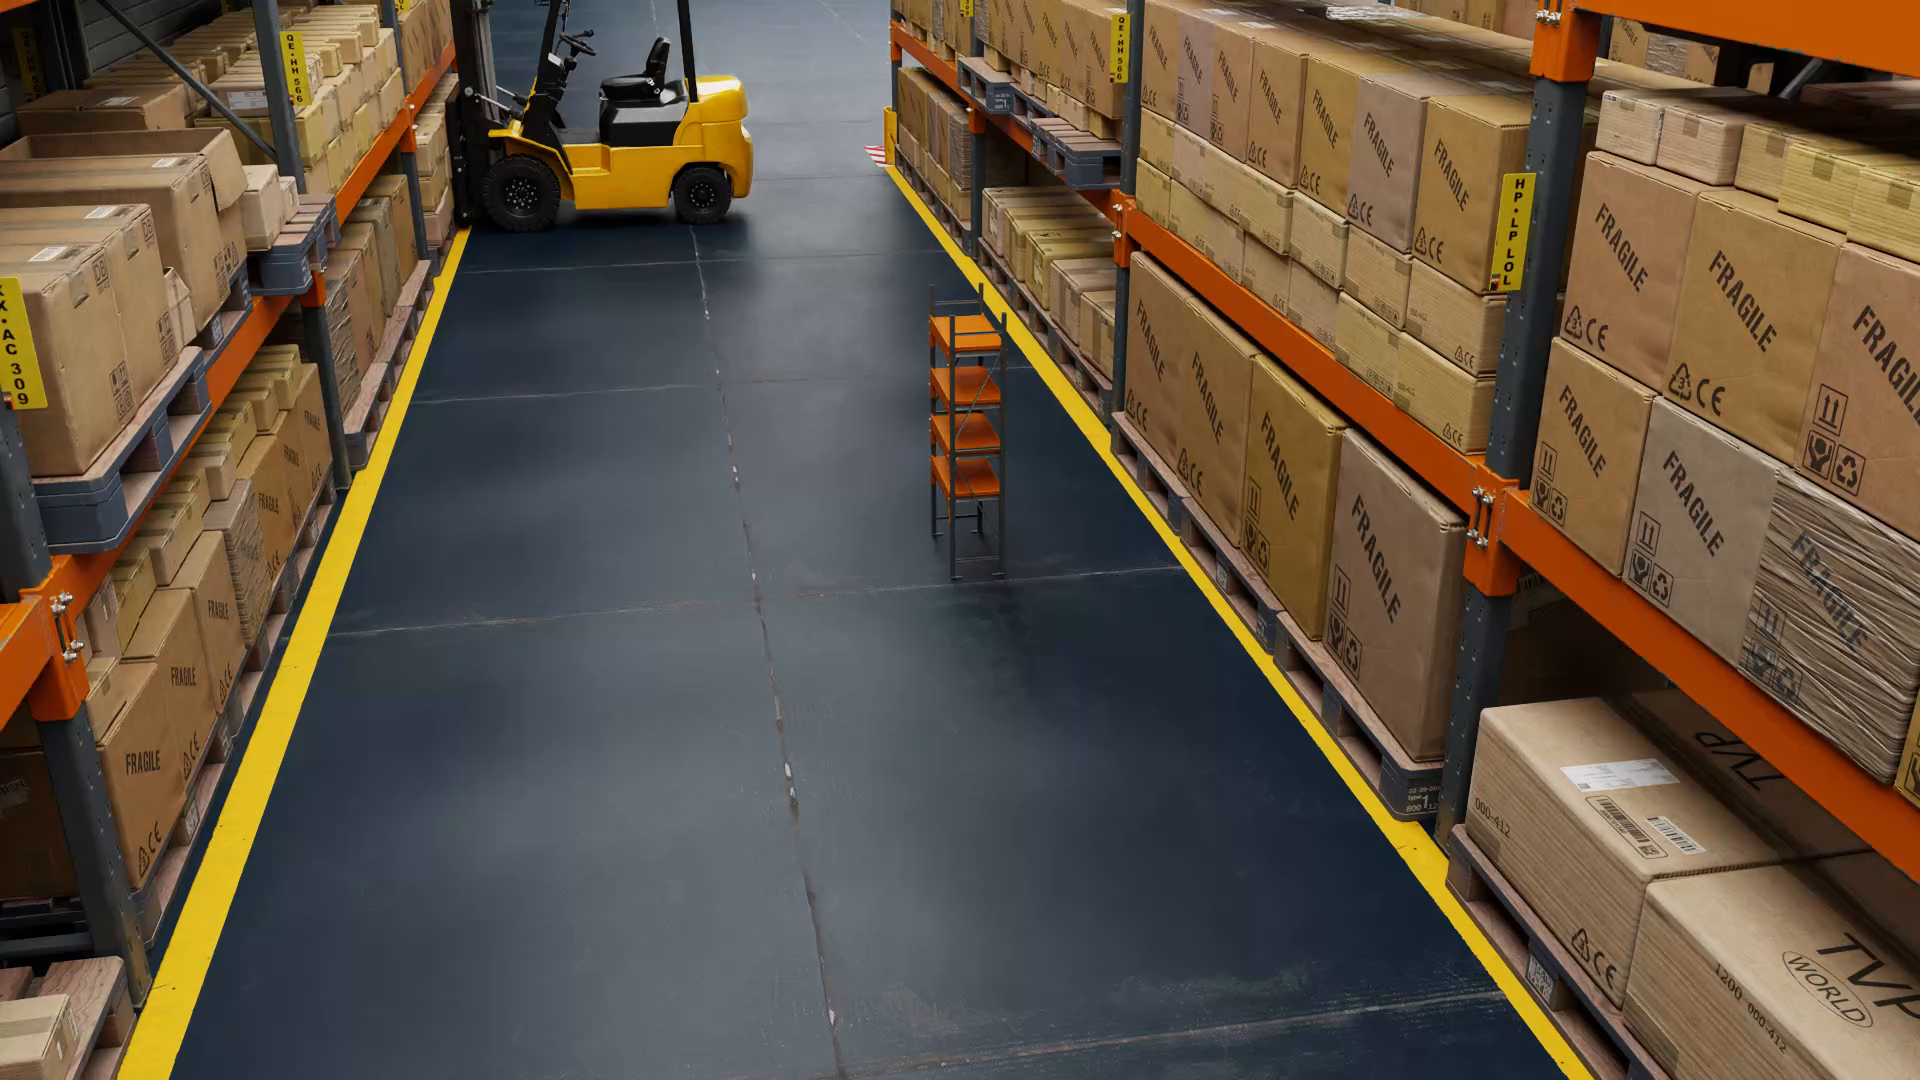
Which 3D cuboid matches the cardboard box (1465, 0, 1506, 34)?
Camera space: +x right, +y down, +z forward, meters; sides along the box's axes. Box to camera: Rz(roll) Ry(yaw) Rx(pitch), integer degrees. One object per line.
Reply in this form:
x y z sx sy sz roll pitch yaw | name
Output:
5.045 -4.802 14.810 0.875 0.550 0.500 -4 24 -10 | cardboard box

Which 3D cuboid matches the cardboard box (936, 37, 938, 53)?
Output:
0.016 -4.037 13.559 0.380 0.149 0.250 -5 24 -11 | cardboard box

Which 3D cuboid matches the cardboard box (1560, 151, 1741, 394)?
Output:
1.913 -0.698 4.227 0.500 0.500 0.500 -4 24 -9 | cardboard box

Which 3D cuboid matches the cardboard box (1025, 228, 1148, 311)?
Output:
0.950 -1.772 10.819 0.950 0.372 0.625 -4 24 -8 | cardboard box

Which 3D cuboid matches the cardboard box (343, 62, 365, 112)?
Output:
-3.686 -2.560 9.427 0.500 0.250 0.500 -4 24 -9 | cardboard box

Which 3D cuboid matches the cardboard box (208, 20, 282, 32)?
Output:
-4.329 -3.059 10.072 0.380 0.149 0.250 -5 24 -10 | cardboard box

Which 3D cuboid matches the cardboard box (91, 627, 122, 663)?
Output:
-2.747 0.361 4.963 0.380 0.149 0.250 -5 24 -11 | cardboard box

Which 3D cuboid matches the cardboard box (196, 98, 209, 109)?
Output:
-4.007 -2.121 8.422 0.500 0.250 0.500 -4 24 -9 | cardboard box

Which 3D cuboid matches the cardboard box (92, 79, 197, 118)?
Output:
-3.813 -2.060 7.783 0.380 0.149 0.250 -4 24 -8 | cardboard box

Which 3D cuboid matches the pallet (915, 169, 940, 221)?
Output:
0.196 -3.011 14.379 1.003 0.211 1.213 -4 24 -10 | pallet

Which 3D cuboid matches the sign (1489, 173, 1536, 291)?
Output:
1.531 -0.850 4.600 0.100 0.325 0.005 -4 24 -10 | sign

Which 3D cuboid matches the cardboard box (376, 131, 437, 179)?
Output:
-4.075 -2.781 12.032 0.500 0.250 0.500 -5 24 -11 | cardboard box

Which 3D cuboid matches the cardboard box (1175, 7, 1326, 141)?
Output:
1.275 -2.070 7.368 0.500 0.500 0.500 -4 24 -10 | cardboard box

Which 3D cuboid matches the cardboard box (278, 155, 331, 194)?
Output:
-3.396 -1.728 8.146 0.500 0.250 0.500 -4 24 -10 | cardboard box

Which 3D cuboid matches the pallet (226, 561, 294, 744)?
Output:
-3.231 0.449 6.457 1.003 0.211 1.213 -4 24 -10 | pallet

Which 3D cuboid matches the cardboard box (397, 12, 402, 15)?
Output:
-4.144 -3.767 11.692 0.380 0.149 0.250 -4 24 -9 | cardboard box

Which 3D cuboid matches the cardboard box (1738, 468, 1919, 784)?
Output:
2.067 0.153 3.527 0.500 0.500 0.500 -4 24 -9 | cardboard box

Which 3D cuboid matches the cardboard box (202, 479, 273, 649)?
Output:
-2.969 0.106 6.358 0.500 0.500 0.500 -5 24 -12 | cardboard box

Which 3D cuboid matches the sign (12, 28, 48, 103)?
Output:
-4.099 -2.092 7.346 0.100 0.325 0.005 -4 24 -10 | sign

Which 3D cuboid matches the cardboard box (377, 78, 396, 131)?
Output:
-3.845 -2.732 10.446 0.500 0.250 0.500 -4 24 -10 | cardboard box

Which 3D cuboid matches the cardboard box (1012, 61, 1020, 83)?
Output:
0.547 -3.074 10.829 0.380 0.149 0.250 -4 24 -9 | cardboard box

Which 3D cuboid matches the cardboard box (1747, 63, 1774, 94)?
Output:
5.540 -3.176 11.149 0.500 0.500 0.500 -4 24 -9 | cardboard box

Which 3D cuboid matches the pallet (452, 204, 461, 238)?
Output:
-4.629 -2.696 13.659 1.003 0.211 1.213 -4 24 -10 | pallet

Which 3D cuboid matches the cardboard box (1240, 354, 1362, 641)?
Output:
1.695 -0.211 6.615 0.875 0.875 0.875 -4 24 -8 | cardboard box

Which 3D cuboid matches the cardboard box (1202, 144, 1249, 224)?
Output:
1.349 -1.515 7.034 0.500 0.250 0.500 -4 24 -10 | cardboard box

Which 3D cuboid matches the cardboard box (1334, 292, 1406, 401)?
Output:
1.639 -0.689 5.767 0.500 0.250 0.500 -5 24 -10 | cardboard box

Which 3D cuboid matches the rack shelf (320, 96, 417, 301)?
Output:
-3.924 -2.061 9.620 1.077 0.370 4.000 -4 24 -10 | rack shelf

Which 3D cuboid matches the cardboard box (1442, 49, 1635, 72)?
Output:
2.053 -1.493 6.047 0.500 0.500 0.500 -5 24 -11 | cardboard box

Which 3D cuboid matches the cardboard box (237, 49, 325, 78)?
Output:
-3.584 -2.497 8.783 0.380 0.149 0.250 -4 24 -9 | cardboard box

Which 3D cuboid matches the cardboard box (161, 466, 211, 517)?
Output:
-3.001 -0.148 6.130 0.380 0.149 0.250 -4 24 -10 | cardboard box

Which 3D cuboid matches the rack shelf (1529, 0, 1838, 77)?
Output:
1.693 -2.231 6.261 1.077 0.370 4.000 -4 24 -10 | rack shelf

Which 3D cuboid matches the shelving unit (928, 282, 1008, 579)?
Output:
0.031 -0.485 7.361 0.258 1.200 0.503 -4 24 -10 | shelving unit

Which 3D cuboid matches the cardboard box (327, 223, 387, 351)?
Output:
-3.909 -1.476 9.823 0.875 0.625 0.625 -5 24 -12 | cardboard box

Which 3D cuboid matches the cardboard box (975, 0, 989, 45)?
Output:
0.389 -3.715 11.487 0.500 0.500 0.500 -4 24 -8 | cardboard box

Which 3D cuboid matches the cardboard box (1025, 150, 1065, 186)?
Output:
0.740 -3.074 13.015 0.500 0.500 0.500 -3 24 -7 | cardboard box

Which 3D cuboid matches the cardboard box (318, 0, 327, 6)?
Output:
-4.727 -3.828 11.832 0.380 0.149 0.250 -4 24 -8 | cardboard box

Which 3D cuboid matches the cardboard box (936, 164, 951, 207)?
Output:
0.102 -2.900 13.552 0.500 0.250 0.500 -5 24 -11 | cardboard box

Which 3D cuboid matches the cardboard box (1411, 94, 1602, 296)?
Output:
1.734 -1.060 5.056 0.500 0.500 0.500 -4 24 -8 | cardboard box

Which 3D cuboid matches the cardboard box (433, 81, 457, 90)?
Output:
-4.542 -3.783 14.325 0.500 0.250 0.500 -4 24 -9 | cardboard box

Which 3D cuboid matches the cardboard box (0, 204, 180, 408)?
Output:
-2.780 -0.679 4.908 0.700 0.500 0.500 -4 24 -9 | cardboard box

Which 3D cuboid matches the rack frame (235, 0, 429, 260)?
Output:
-4.294 -3.177 11.277 1.000 3.000 0.127 -4 24 -10 | rack frame

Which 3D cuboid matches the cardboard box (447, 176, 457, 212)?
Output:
-4.277 -2.724 13.150 0.500 0.250 0.500 -4 24 -9 | cardboard box

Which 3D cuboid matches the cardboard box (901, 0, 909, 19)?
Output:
-0.242 -4.891 14.705 0.500 0.500 0.500 -4 24 -8 | cardboard box

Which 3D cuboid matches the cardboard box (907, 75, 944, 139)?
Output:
-0.173 -3.843 14.775 0.500 0.500 0.500 -5 24 -12 | cardboard box

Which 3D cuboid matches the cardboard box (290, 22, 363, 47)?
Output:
-3.788 -3.001 9.937 0.380 0.149 0.250 -5 24 -11 | cardboard box

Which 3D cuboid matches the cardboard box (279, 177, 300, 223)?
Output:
-3.056 -1.451 7.114 0.380 0.149 0.250 -4 24 -9 | cardboard box

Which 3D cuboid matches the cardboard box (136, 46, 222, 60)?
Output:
-4.173 -2.553 8.912 0.380 0.149 0.250 -5 24 -11 | cardboard box

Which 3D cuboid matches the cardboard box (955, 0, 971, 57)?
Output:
0.257 -3.885 12.400 0.500 0.500 0.500 -5 24 -11 | cardboard box

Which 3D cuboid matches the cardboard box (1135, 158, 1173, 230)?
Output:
1.167 -1.693 8.066 0.500 0.250 0.500 -5 24 -11 | cardboard box

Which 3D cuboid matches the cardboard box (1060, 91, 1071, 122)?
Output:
0.781 -2.457 9.417 0.380 0.149 0.250 -5 24 -12 | cardboard box

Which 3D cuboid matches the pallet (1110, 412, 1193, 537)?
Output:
1.395 -0.379 8.354 1.003 0.211 1.213 -4 24 -10 | pallet

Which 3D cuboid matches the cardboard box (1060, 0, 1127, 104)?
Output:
0.860 -2.708 9.181 0.500 0.500 0.500 -5 24 -11 | cardboard box

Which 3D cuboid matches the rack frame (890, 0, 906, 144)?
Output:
-0.156 -5.119 15.724 1.000 3.000 0.127 -4 24 -10 | rack frame

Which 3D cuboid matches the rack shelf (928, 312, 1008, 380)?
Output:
0.031 -0.845 7.203 0.258 0.148 0.480 -4 24 -10 | rack shelf

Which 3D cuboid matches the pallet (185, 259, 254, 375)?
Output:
-3.190 -0.751 5.962 1.003 0.211 1.213 -4 24 -10 | pallet

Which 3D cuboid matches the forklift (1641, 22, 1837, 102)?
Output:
3.250 -1.120 6.653 1.130 2.935 3.031 -4 24 -10 | forklift

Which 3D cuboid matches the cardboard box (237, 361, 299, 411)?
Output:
-3.133 -0.667 7.318 0.380 0.149 0.250 -6 24 -12 | cardboard box

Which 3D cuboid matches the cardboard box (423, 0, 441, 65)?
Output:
-4.399 -4.019 13.079 0.500 0.500 0.500 -4 24 -9 | cardboard box

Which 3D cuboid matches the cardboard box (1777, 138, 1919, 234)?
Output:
2.004 -0.758 3.553 0.380 0.149 0.250 -4 24 -10 | cardboard box
